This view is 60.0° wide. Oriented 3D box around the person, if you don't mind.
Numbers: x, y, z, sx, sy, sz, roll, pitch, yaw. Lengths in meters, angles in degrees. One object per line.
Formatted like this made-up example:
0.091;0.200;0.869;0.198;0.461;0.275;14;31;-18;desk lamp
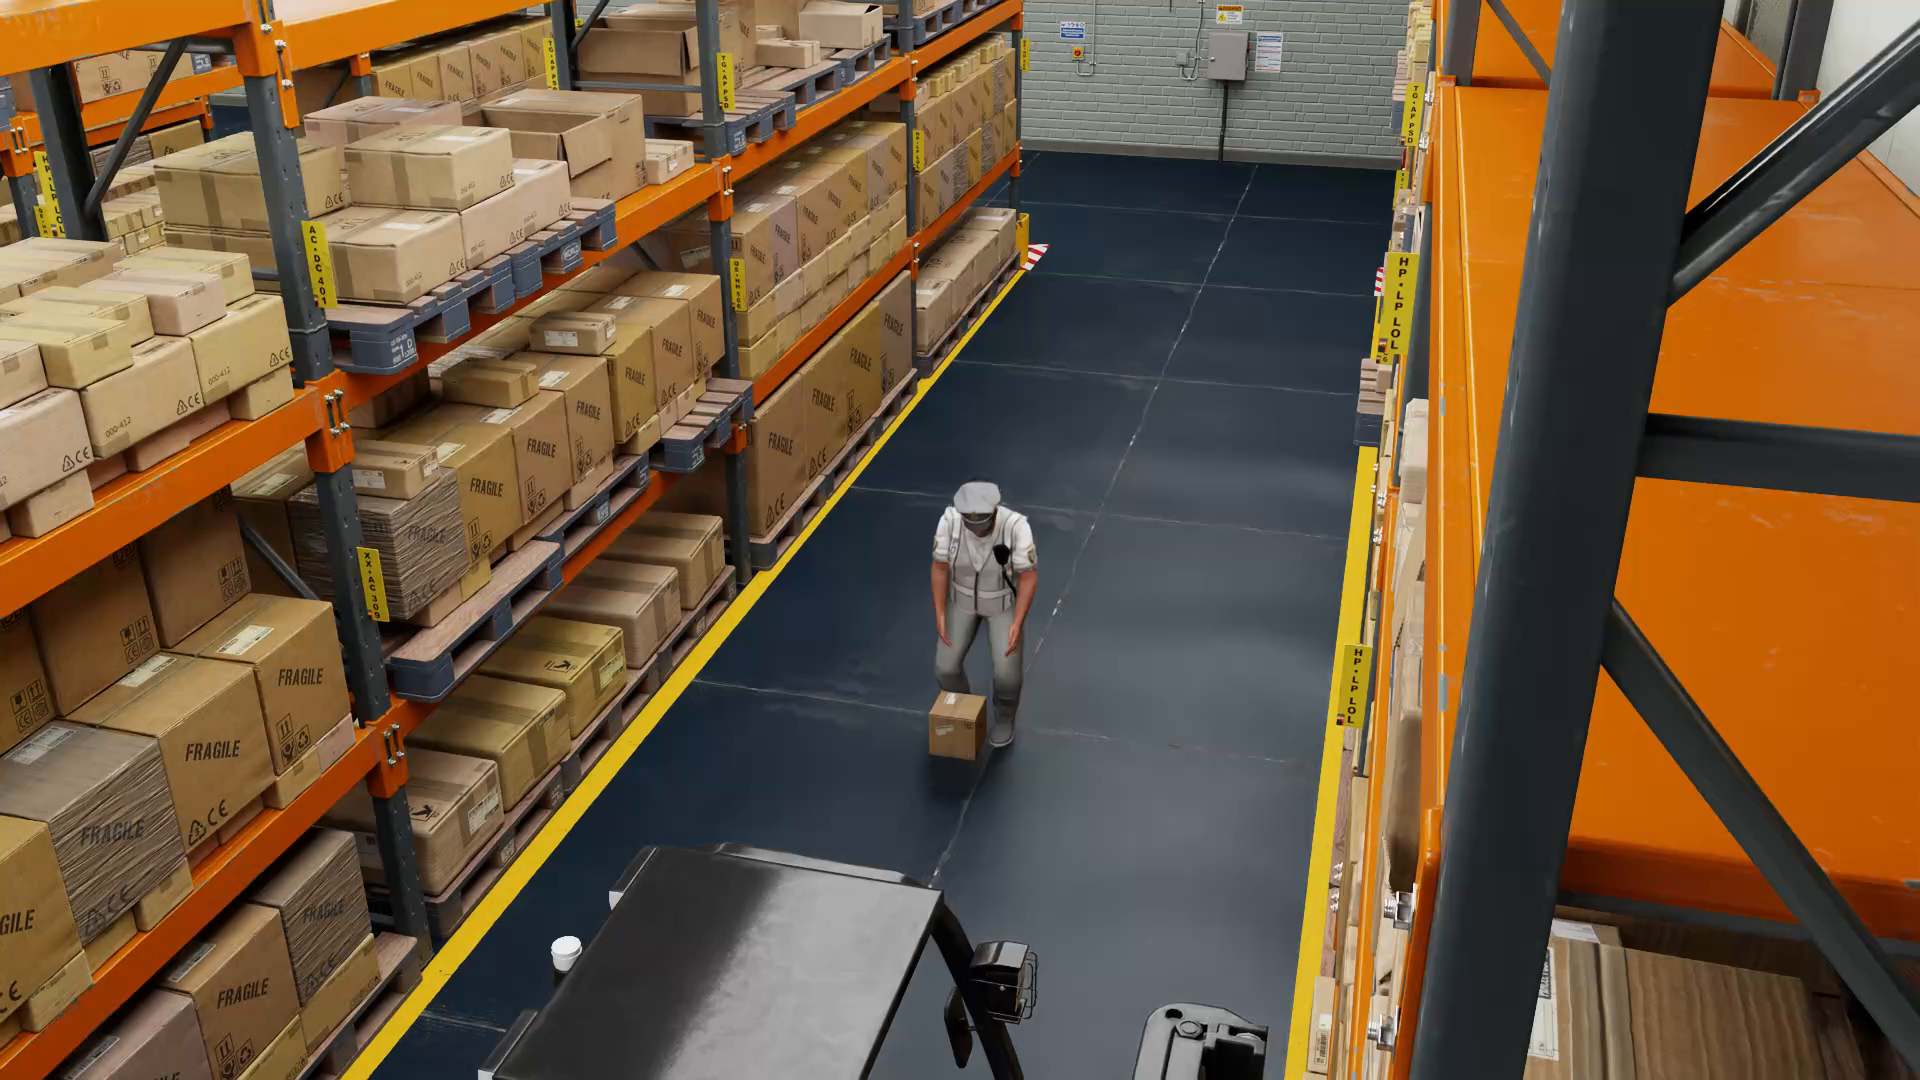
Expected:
0.138;0.375;9.003;0.581;1.594;0.658;7;26;14;person
